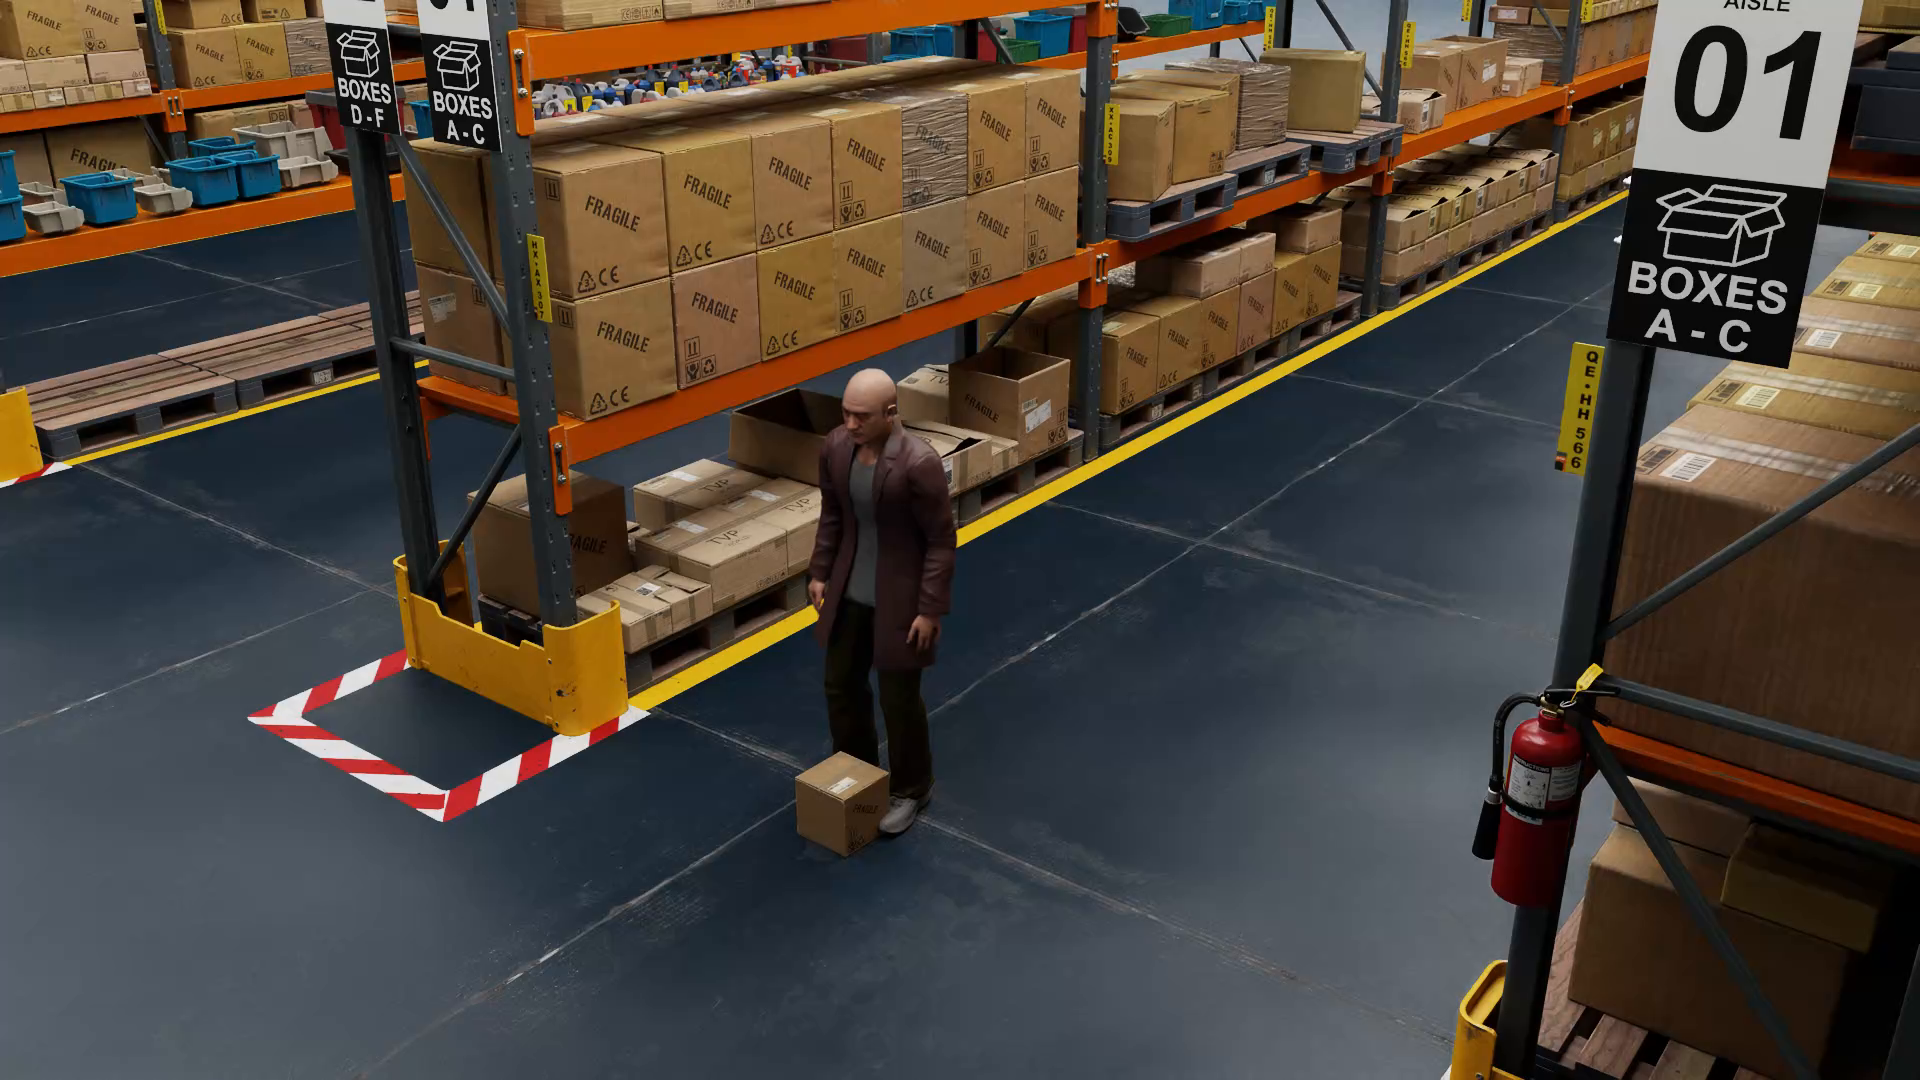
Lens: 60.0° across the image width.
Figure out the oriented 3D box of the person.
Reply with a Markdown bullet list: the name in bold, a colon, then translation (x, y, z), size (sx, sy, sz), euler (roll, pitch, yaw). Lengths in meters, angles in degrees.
- **person**: translation (-0.304, 0.207, 6.135), size (0.640, 1.773, 0.427), euler (16, 28, 33)
